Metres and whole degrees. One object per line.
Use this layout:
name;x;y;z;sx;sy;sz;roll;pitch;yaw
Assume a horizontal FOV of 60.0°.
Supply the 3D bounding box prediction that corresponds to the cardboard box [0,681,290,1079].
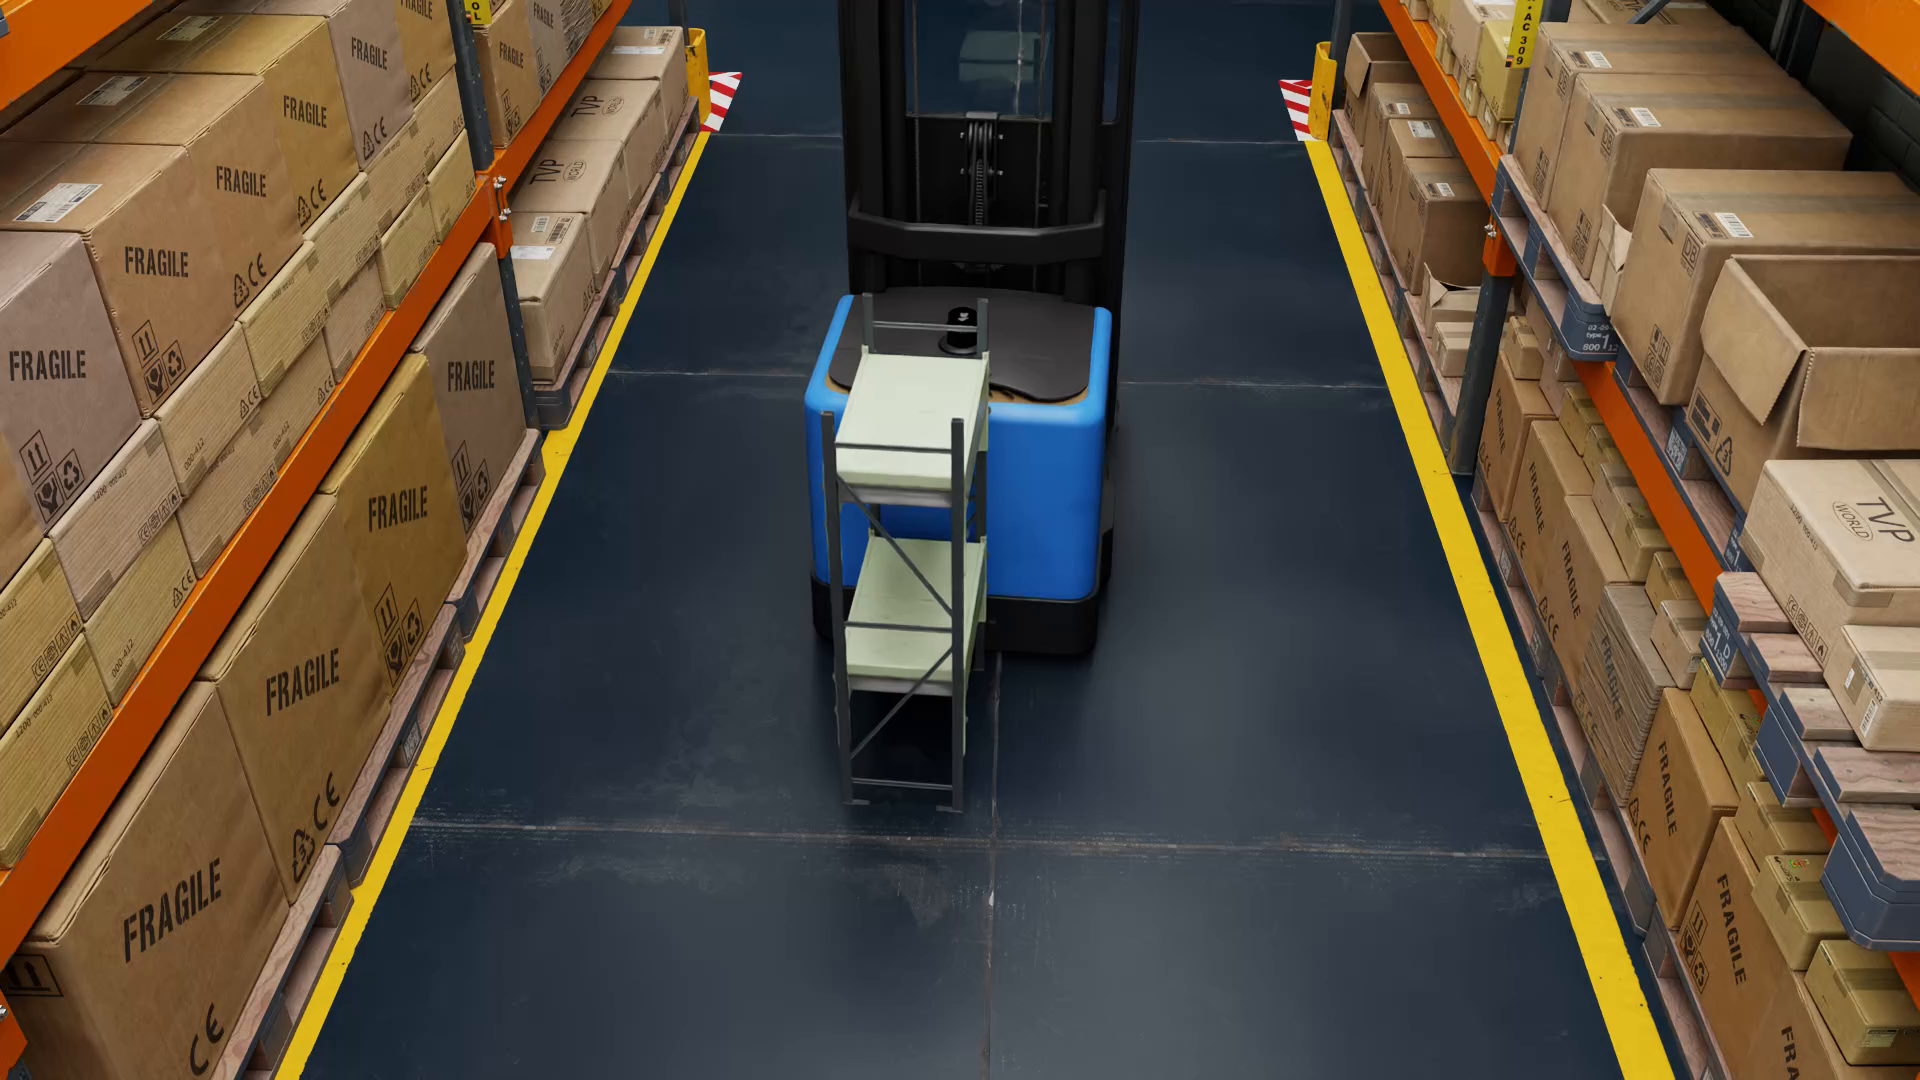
cardboard box;-2.397;0.964;4.252;0.875;0.875;0.875;1;35;1

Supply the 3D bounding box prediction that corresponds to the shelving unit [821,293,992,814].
shelving unit;-0.150;0.060;5.361;0.431;1.500;0.755;4;35;5

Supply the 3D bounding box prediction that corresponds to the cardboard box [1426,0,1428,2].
cardboard box;2.449;-2.752;7.929;0.500;0.250;0.500;0;35;1

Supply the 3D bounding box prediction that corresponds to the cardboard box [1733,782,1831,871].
cardboard box;2.253;0.763;4.301;0.380;0.149;0.250;0;35;0

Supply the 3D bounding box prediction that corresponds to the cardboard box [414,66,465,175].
cardboard box;-2.122;-1.520;6.000;0.500;0.250;0.500;1;35;2

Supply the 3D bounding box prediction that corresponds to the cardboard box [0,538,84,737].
cardboard box;-2.241;0.233;3.505;0.500;0.250;0.500;1;35;2

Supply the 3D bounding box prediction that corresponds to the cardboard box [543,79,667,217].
cardboard box;-2.142;-2.150;9.064;0.875;0.438;0.875;2;35;3

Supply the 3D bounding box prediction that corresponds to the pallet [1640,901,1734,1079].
pallet;2.519;1.487;4.450;1.003;0.211;1.213;1;35;2

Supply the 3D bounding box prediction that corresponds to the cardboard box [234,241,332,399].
cardboard box;-2.153;-0.641;4.749;0.500;0.250;0.500;2;35;3

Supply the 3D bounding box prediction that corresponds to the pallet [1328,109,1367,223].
pallet;2.739;-2.179;9.667;1.003;0.211;1.213;1;35;2

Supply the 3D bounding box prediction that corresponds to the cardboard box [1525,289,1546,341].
cardboard box;2.393;-0.859;6.349;0.380;0.149;0.250;1;35;1

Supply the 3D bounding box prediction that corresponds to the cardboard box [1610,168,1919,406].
cardboard box;2.317;-0.715;4.707;0.700;0.500;0.500;1;35;2

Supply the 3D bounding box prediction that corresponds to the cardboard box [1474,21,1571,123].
cardboard box;2.389;-1.882;6.691;0.500;0.250;0.500;2;35;3

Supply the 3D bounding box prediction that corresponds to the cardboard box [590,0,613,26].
cardboard box;-1.996;-2.811;8.054;0.500;0.500;0.500;2;35;3

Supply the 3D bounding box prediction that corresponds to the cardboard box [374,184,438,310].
cardboard box;-2.135;-1.019;5.721;0.500;0.250;0.500;1;35;1

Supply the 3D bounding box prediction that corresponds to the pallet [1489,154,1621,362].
pallet;2.471;-0.989;5.715;1.003;0.211;1.213;1;35;2

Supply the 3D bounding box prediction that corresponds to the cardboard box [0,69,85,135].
cardboard box;-2.682;-0.962;4.553;0.500;0.500;0.500;1;35;1

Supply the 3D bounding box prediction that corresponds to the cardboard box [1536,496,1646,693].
cardboard box;2.332;0.193;5.676;0.500;0.500;0.500;0;35;0

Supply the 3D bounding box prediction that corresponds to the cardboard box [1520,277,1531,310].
cardboard box;2.892;-1.152;7.895;0.380;0.149;0.250;1;35;1

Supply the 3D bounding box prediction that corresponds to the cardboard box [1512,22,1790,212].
cardboard box;2.369;-1.464;5.772;0.700;0.500;0.500;2;35;3

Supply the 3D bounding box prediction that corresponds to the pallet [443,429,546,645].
pallet;-2.303;-0.050;6.638;1.003;0.211;1.213;1;35;2

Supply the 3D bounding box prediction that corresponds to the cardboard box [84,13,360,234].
cardboard box;-2.168;-1.235;4.943;0.500;0.500;0.500;2;35;3

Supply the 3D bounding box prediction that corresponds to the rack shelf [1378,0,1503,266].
rack shelf;2.693;-2.378;8.151;1.077;0.370;4.000;1;35;2

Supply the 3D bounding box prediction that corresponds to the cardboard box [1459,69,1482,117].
cardboard box;2.348;-1.910;7.077;0.380;0.149;0.250;2;35;3

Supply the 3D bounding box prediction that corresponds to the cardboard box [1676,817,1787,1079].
cardboard box;2.284;1.090;4.399;0.500;0.500;0.500;1;35;1

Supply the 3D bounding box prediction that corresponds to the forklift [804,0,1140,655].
forklift;0.130;-1.614;6.498;1.130;2.935;3.031;4;35;5

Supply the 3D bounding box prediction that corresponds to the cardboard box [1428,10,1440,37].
cardboard box;2.453;-2.496;7.911;0.380;0.149;0.250;1;35;2

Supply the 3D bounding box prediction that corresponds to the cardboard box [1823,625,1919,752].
cardboard box;2.095;0.319;3.540;0.380;0.149;0.250;2;35;3

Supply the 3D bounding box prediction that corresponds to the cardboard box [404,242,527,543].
cardboard box;-2.293;-0.581;6.450;0.875;0.875;0.875;2;35;3

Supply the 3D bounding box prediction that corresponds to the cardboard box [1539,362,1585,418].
cardboard box;2.398;-0.577;6.207;0.380;0.149;0.250;0;35;1

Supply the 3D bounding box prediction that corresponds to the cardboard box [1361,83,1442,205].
cardboard box;2.580;-2.131;8.983;0.700;0.500;0.500;3;35;4

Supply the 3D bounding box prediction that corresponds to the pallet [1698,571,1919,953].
pallet;2.409;0.462;3.651;1.213;0.211;1.003;1;35;2

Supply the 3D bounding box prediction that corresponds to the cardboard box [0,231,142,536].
cardboard box;-2.234;-0.351;3.684;0.500;0.500;0.500;1;35;2

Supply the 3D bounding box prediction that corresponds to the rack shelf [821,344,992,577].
rack shelf;-0.150;-0.260;5.136;0.431;0.370;0.720;4;35;5

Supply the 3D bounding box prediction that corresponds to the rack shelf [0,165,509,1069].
rack shelf;-2.428;-0.193;5.041;1.077;0.370;4.000;1;35;2

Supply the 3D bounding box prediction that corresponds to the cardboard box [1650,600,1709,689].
cardboard box;2.300;0.309;4.946;0.380;0.149;0.250;0;35;0

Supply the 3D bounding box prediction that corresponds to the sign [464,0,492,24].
sign;-1.805;-2.071;6.149;0.100;0.325;0.005;1;35;2

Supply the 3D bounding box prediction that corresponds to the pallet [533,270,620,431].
pallet;-2.239;-0.930;7.890;1.003;0.211;1.213;1;35;2

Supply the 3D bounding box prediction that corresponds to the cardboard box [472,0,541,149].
cardboard box;-2.067;-1.941;6.816;0.500;0.500;0.500;2;35;3

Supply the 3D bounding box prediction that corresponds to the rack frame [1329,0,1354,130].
rack frame;2.773;-3.822;9.579;1.000;3.000;0.127;1;35;2

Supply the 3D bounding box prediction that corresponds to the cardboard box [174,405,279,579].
cardboard box;-2.207;-0.149;4.483;0.500;0.250;0.500;2;35;3

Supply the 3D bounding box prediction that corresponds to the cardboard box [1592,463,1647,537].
cardboard box;2.354;-0.129;5.570;0.380;0.149;0.250;1;35;2

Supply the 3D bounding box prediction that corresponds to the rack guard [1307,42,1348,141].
rack guard;2.770;-2.755;10.236;1.175;0.500;0.348;1;35;2
